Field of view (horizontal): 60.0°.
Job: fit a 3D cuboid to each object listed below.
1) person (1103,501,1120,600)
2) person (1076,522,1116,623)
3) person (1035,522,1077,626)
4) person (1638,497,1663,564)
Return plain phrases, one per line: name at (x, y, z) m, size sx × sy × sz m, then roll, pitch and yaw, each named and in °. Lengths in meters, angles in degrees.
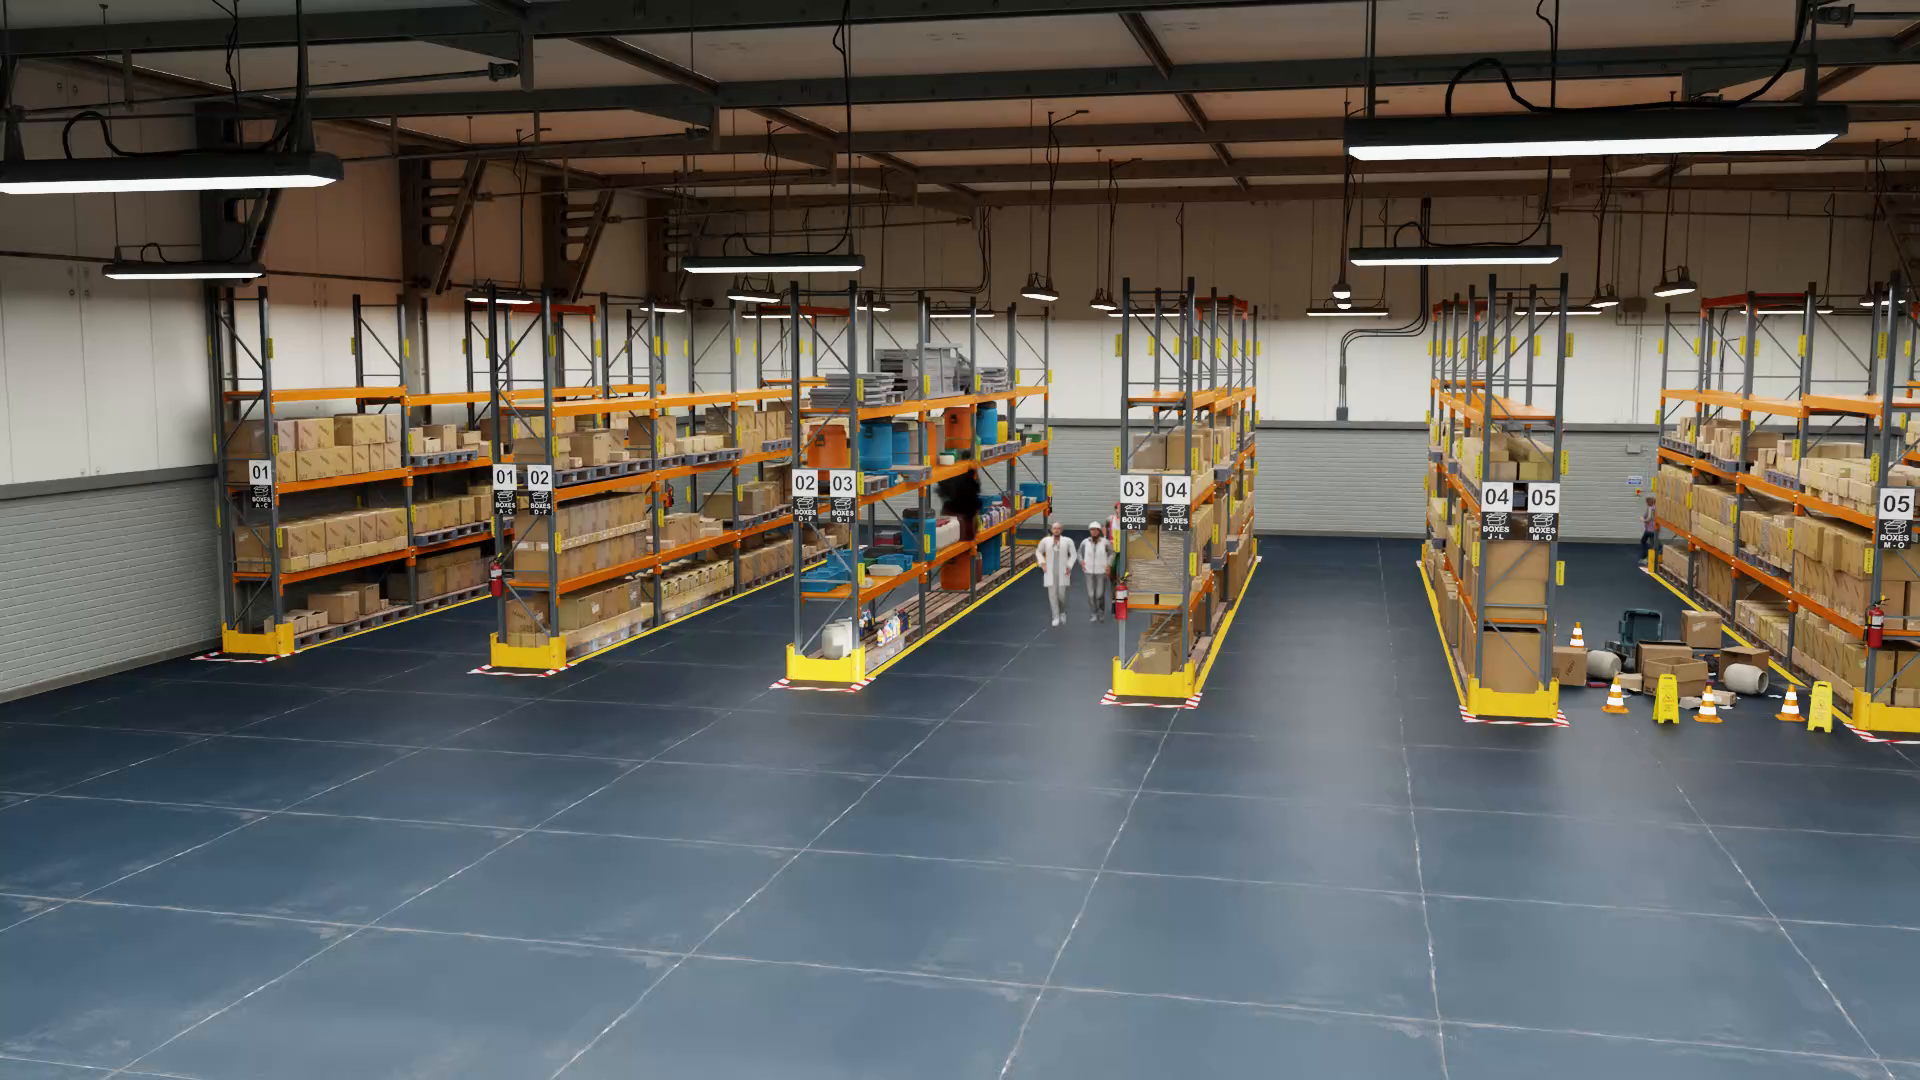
person at (3.021, 0.196, 31.755) m, size 0.645 × 1.893 × 0.741 m, roll 1°, pitch 7°, yaw 7°
person at (2.322, 0.567, 28.675) m, size 0.669 × 1.771 × 0.534 m, roll 2°, pitch 7°, yaw 13°
person at (1.643, 0.572, 28.530) m, size 0.721 × 1.763 × 0.586 m, roll 1°, pitch 7°, yaw 8°
person at (16.107, -0.198, 38.577) m, size 0.684 × 1.627 × 0.558 m, roll 3°, pitch 7°, yaw 25°
